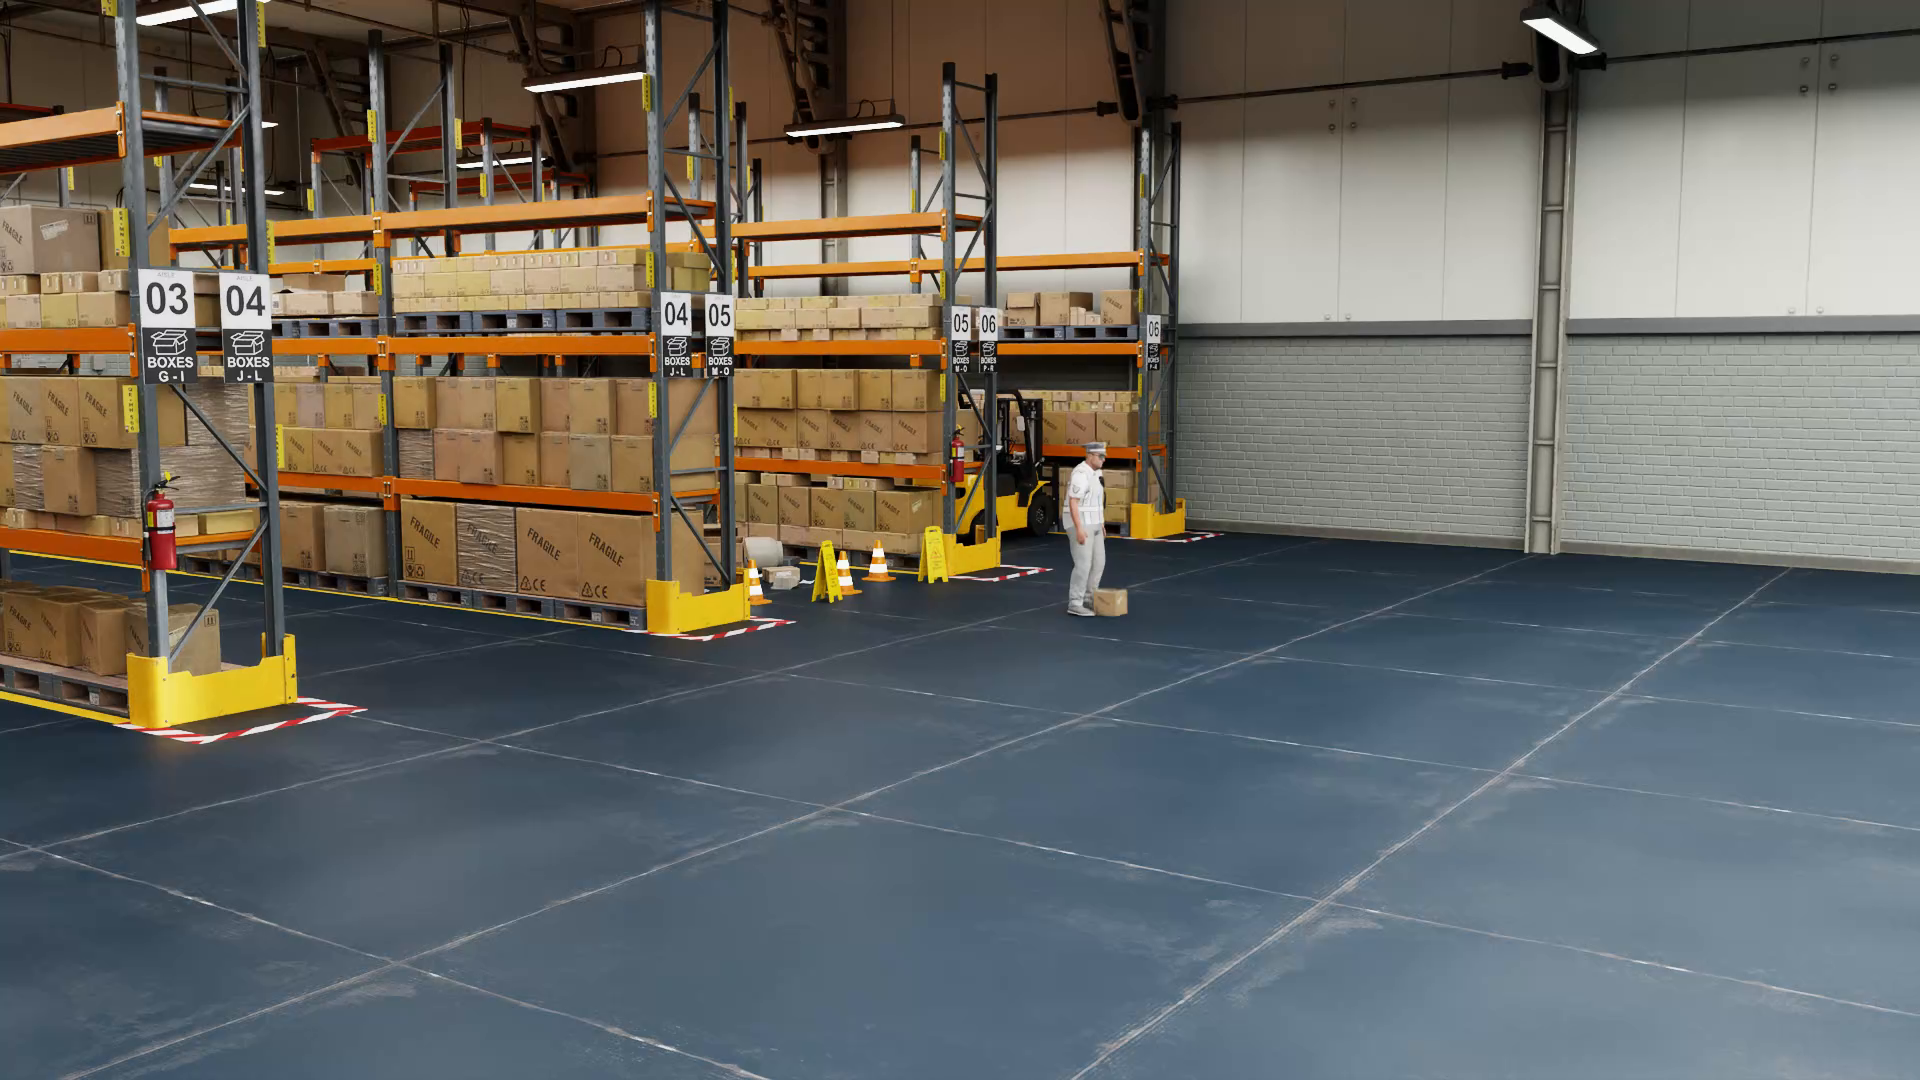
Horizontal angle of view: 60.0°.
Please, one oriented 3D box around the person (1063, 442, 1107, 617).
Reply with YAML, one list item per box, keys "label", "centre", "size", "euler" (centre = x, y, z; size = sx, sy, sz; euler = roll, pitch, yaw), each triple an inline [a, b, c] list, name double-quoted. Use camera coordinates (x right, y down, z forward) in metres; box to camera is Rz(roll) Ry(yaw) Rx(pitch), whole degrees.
- label: "person"
  centre: [1.284, -0.128, 16.906]
  size: [0.434, 1.748, 0.580]
  euler: [4, 7, 31]
